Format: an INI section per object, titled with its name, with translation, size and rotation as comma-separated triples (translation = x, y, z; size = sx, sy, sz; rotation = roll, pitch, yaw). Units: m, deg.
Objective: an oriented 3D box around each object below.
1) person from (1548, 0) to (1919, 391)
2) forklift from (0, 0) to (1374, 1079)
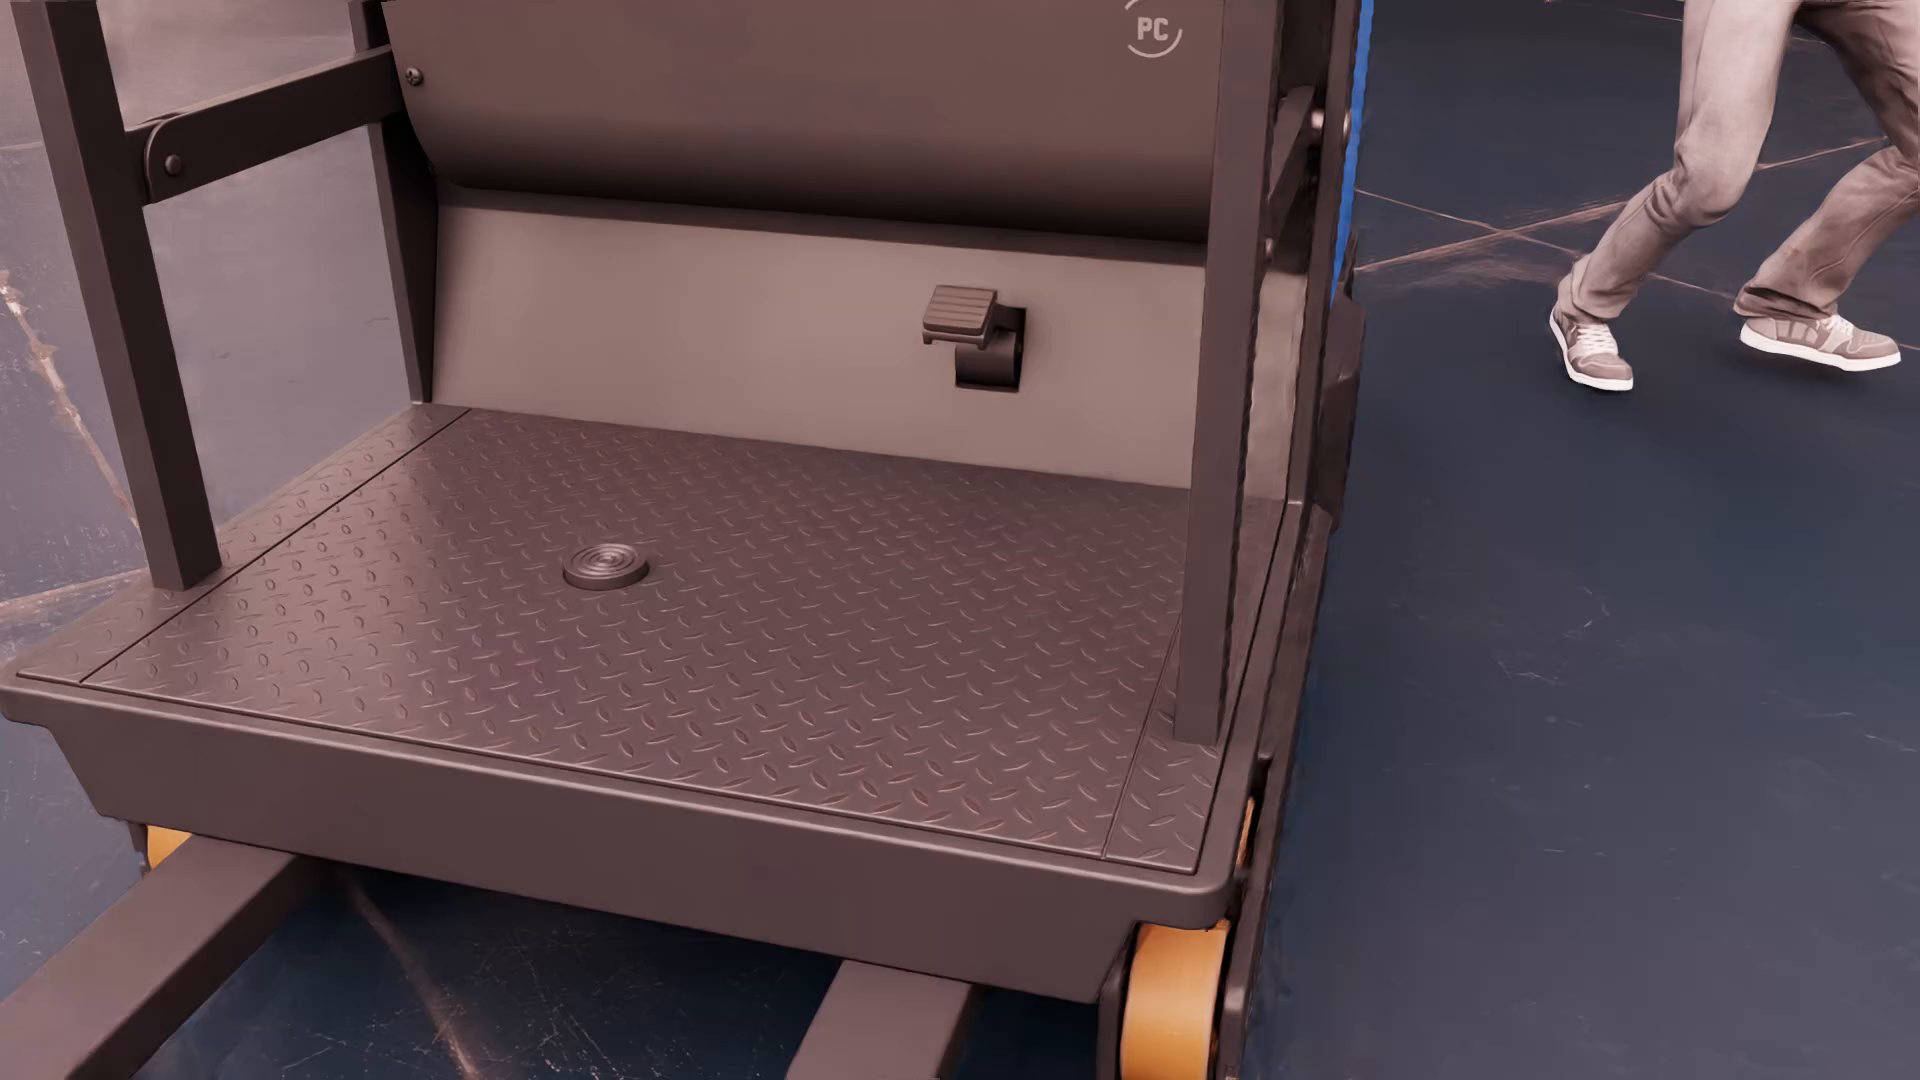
[person]
translation = 1.324, -0.963, 2.728
size = 0.741, 1.536, 0.475
rotation = -6, 27, -12
[forklift]
translation = -0.206, -1.006, 1.236
size = 1.130, 2.935, 3.031
rotation = 7, 28, 14
